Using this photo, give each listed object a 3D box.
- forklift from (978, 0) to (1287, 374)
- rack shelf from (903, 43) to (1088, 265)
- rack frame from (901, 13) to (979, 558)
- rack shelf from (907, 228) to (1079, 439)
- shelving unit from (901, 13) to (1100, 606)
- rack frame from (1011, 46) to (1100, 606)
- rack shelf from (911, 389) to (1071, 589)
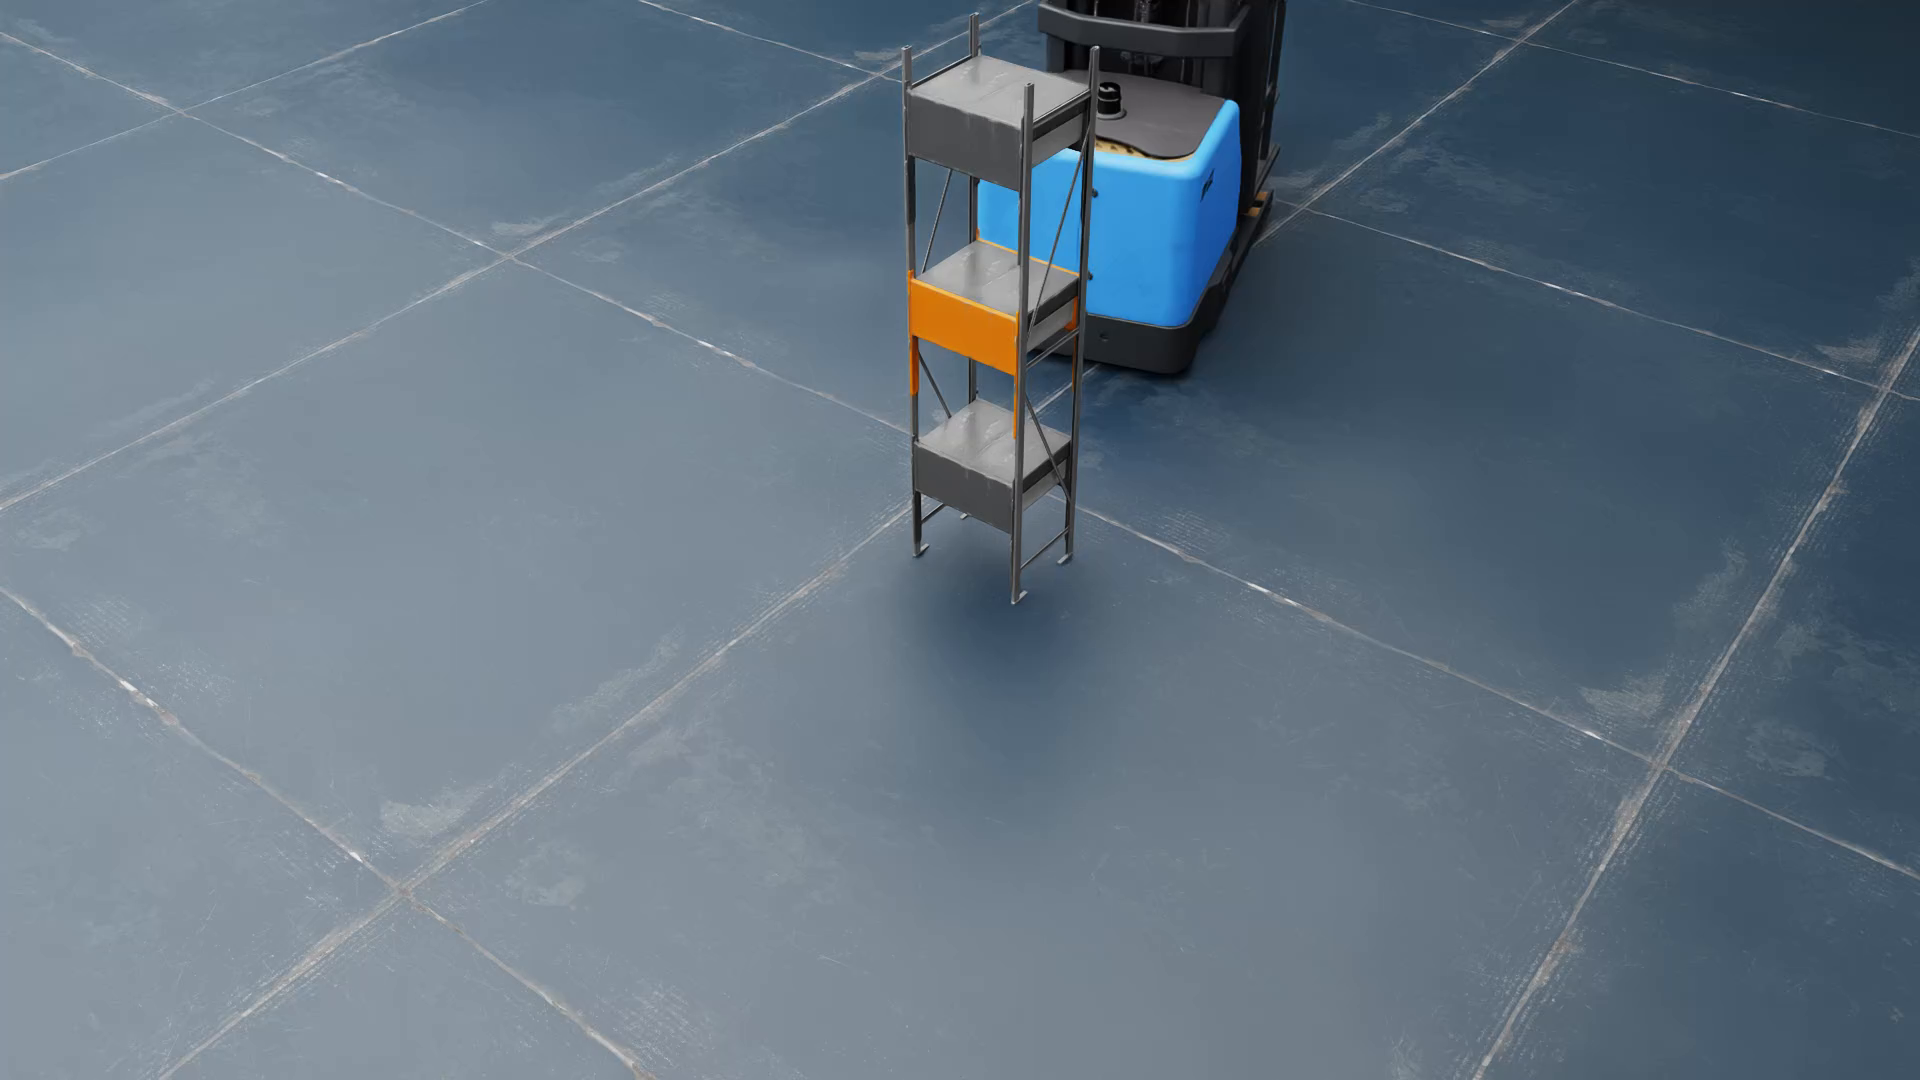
[{"bbox_3d":[1.039,-2.827,7.983,1.130,2.935,3.031,13,40,16],"label":"forklift"},{"bbox_3d":[0.131,-1.305,5.600,0.480,0.518,0.431,25,45,29],"label":"rack shelf"},{"bbox_3d":[-0.062,-0.856,6.140,0.015,2.100,0.400,25,45,29],"label":"rack frame"},{"bbox_3d":[0.131,-0.754,6.032,0.480,0.518,0.431,25,45,29],"label":"rack shelf"},{"bbox_3d":[0.131,-0.765,6.024,0.503,2.100,0.431,25,45,29],"label":"shelving unit"},{"bbox_3d":[0.325,-0.673,5.907,0.015,2.100,0.400,25,45,29],"label":"rack frame"},{"bbox_3d":[0.131,-0.203,6.463,0.480,0.518,0.431,25,45,29],"label":"rack shelf"}]
